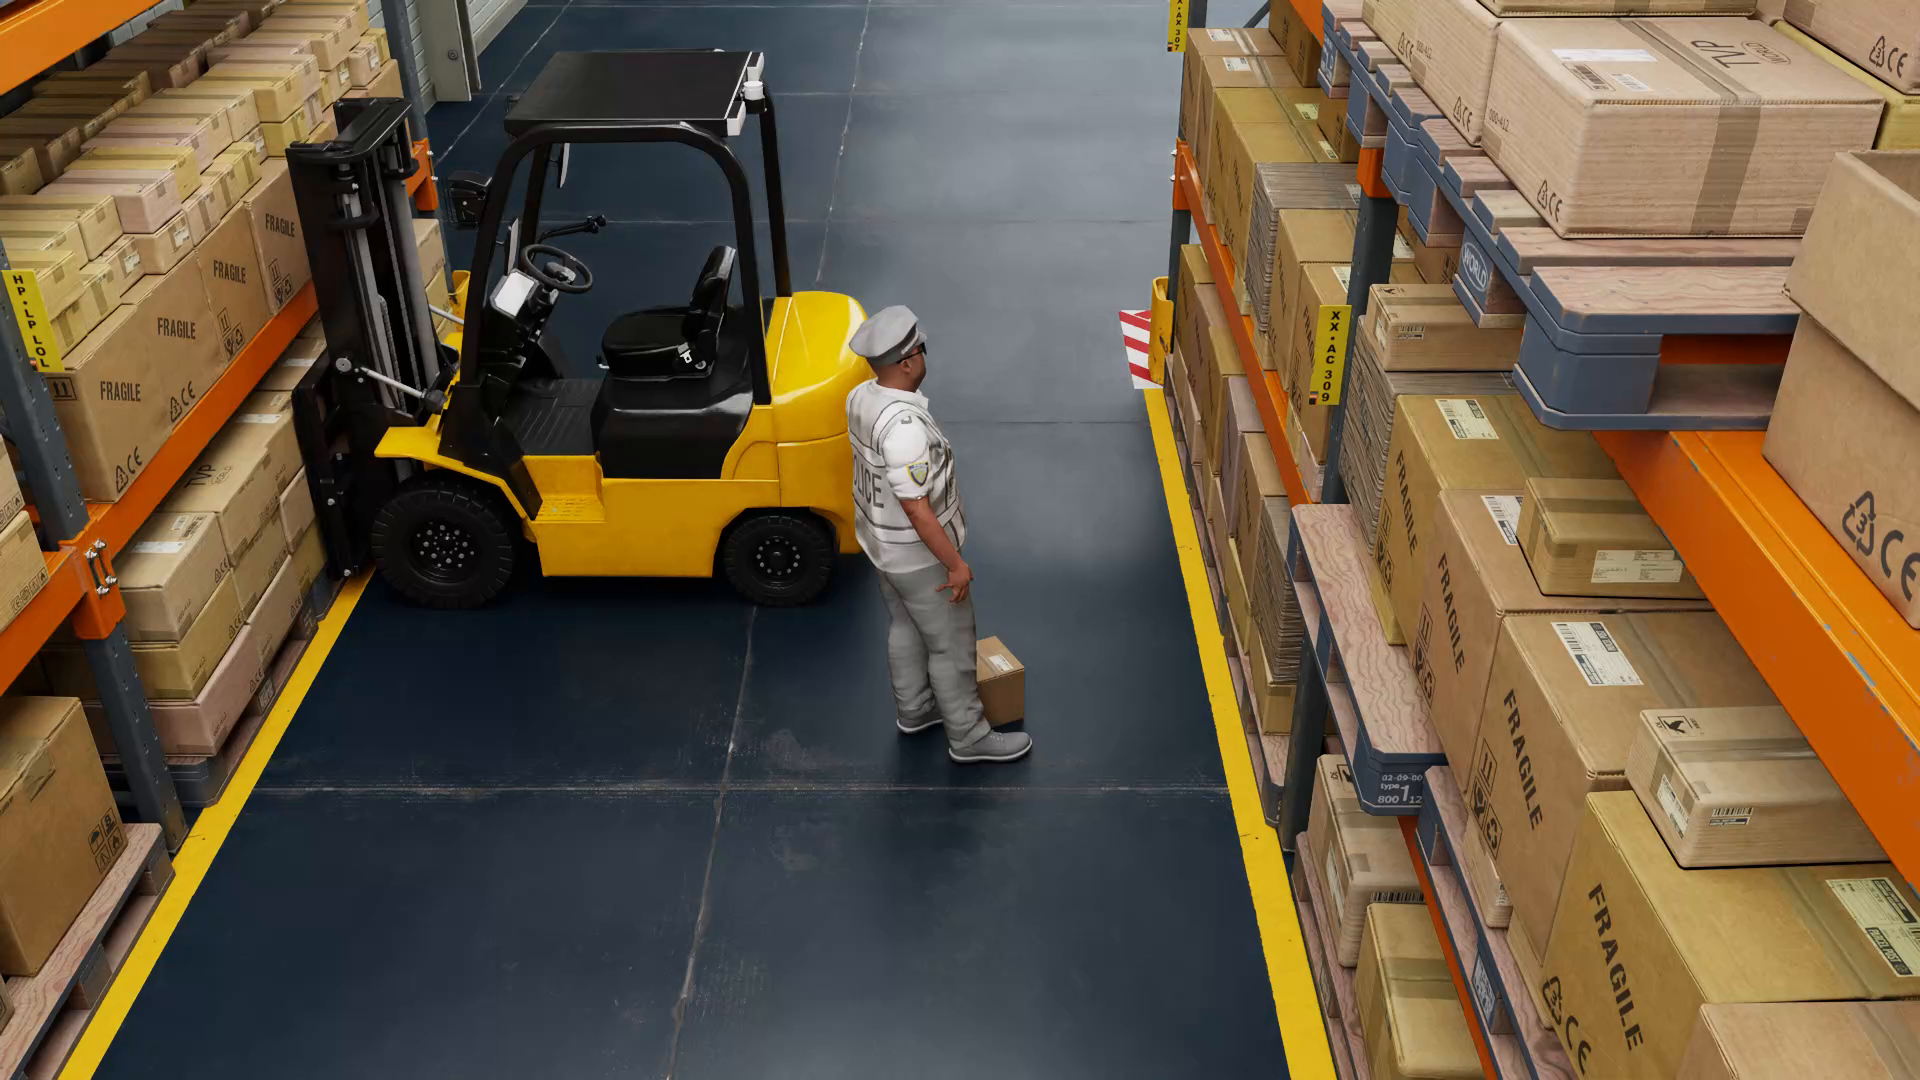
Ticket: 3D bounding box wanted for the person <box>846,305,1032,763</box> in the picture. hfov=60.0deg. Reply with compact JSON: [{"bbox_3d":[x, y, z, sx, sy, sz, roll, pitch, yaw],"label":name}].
[{"bbox_3d":[-0.092,-0.021,6.115,0.573,1.780,0.641,-13,34,-21],"label":"person"}]
